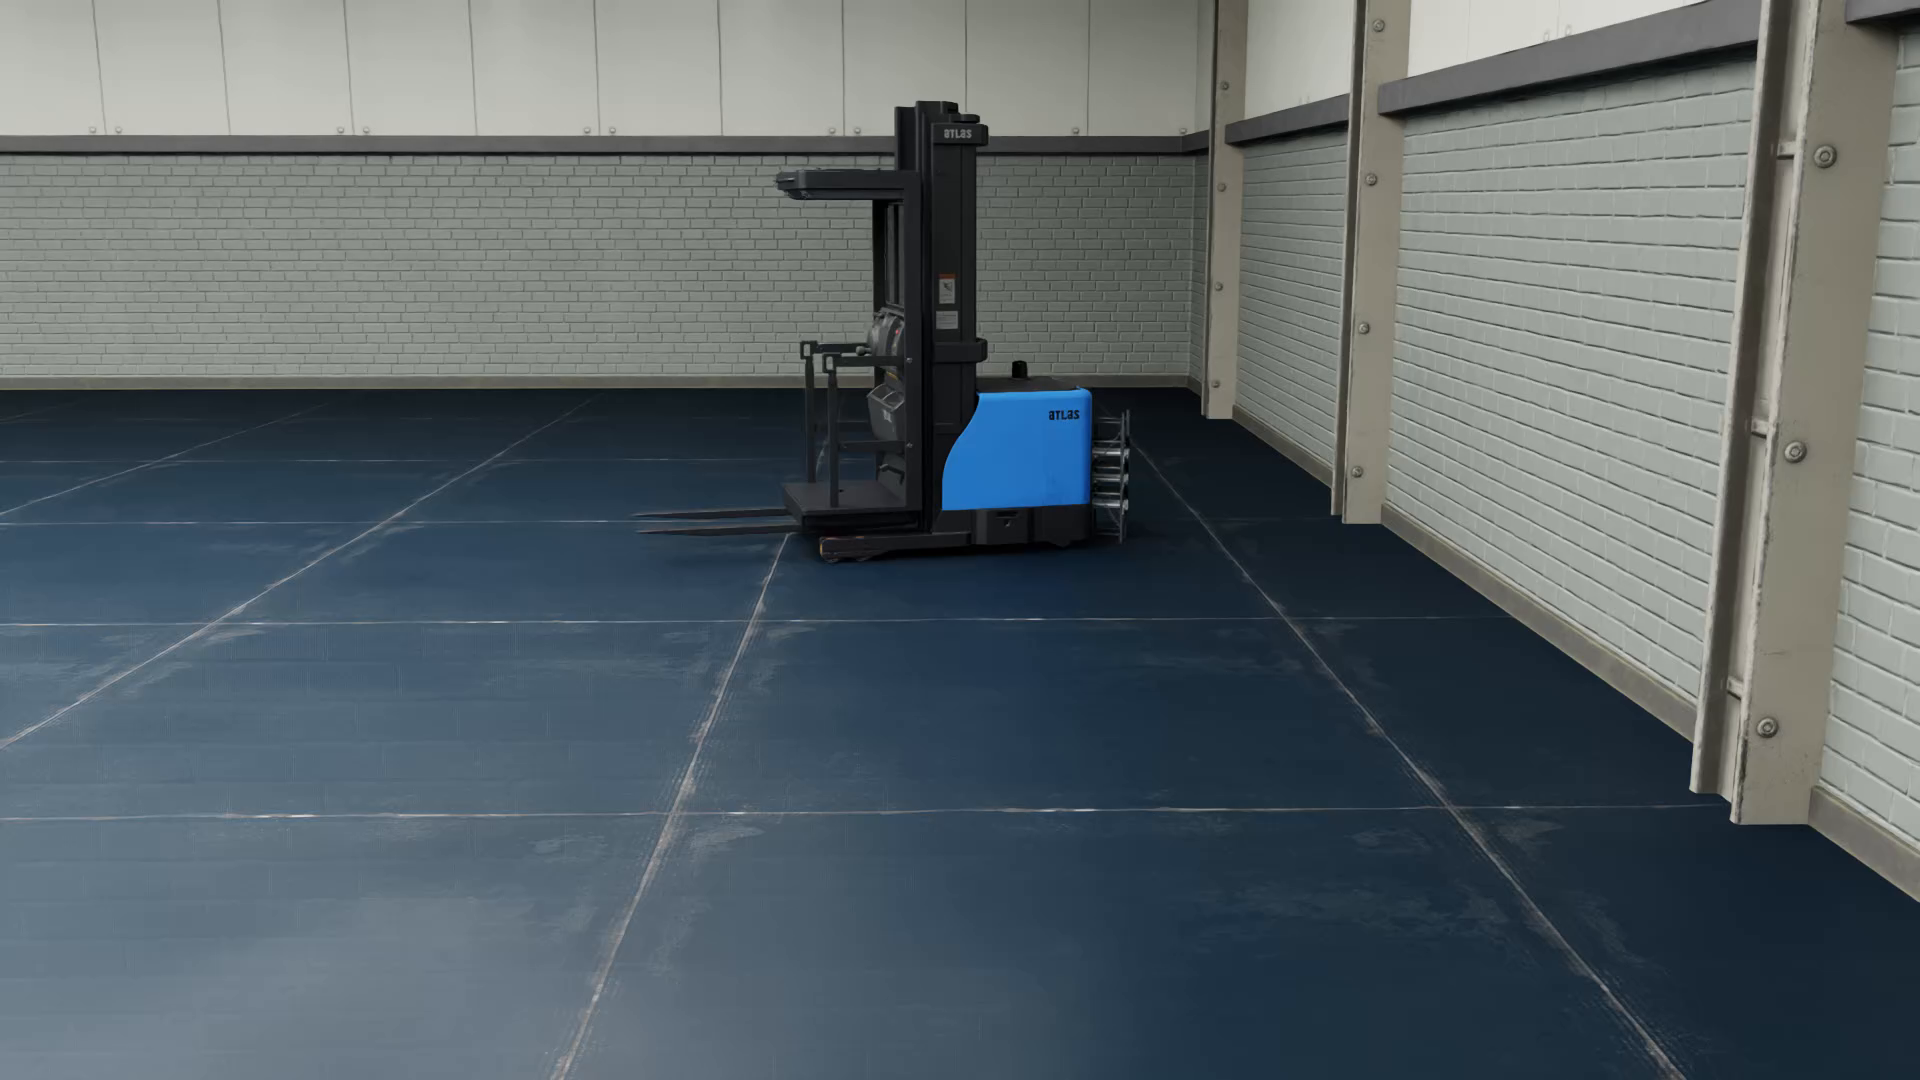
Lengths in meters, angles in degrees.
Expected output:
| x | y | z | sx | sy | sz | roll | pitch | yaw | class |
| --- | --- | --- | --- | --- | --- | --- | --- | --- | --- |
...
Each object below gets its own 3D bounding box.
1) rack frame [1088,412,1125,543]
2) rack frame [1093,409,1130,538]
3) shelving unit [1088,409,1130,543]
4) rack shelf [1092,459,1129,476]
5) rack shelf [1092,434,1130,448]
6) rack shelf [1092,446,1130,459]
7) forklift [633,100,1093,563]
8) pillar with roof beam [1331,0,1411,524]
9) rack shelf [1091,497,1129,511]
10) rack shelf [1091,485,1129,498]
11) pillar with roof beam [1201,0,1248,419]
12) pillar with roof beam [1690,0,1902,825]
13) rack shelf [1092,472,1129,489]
| x | y | z | sx | sy | sz | roll | pitch | yaw | class |
| --- | --- | --- | --- | --- | --- | --- | --- | --- | --- |
| 0.999 | -0.424 | 11.385 | 0.240 | 0.900 | 0.006 | 3 | 12 | 15 | rack frame |
| 1.053 | -0.463 | 11.578 | 0.240 | 0.900 | 0.006 | 3 | 12 | 15 | rack frame |
| 1.026 | -0.444 | 11.481 | 0.258 | 0.900 | 0.210 | 3 | 12 | 15 | shelving unit |
| 1.026 | -0.499 | 11.470 | 0.258 | 0.077 | 0.200 | 3 | 12 | 15 | rack shelf |
| 1.026 | -0.675 | 11.434 | 0.258 | 0.077 | 0.200 | 3 | 12 | 15 | rack shelf |
| 1.026 | -0.587 | 11.452 | 0.258 | 0.077 | 0.200 | 3 | 12 | 15 | rack shelf |
| -0.676 | -1.404 | 11.107 | 3.031 | 2.935 | 1.130 | -3 | 12 | -13 | forklift |
| -1.351 | -4.552 | 11.366 | 9.100 | 9.000 | 0.400 | 0 | 11 | -1 | pillar with roof beam |
| 1.026 | -0.235 | 11.524 | 0.258 | 0.077 | 0.200 | 3 | 12 | 15 | rack shelf |
| 1.026 | -0.323 | 11.506 | 0.258 | 0.077 | 0.200 | 3 | 12 | 15 | rack shelf |
| -1.475 | -5.745 | 17.244 | 9.100 | 9.000 | 0.400 | 0 | 11 | -1 | pillar with roof beam |
| -1.227 | -3.360 | 5.487 | 9.100 | 9.000 | 0.400 | 0 | 11 | -1 | pillar with roof beam |
| 1.026 | -0.411 | 11.488 | 0.258 | 0.077 | 0.200 | 3 | 12 | 15 | rack shelf |
